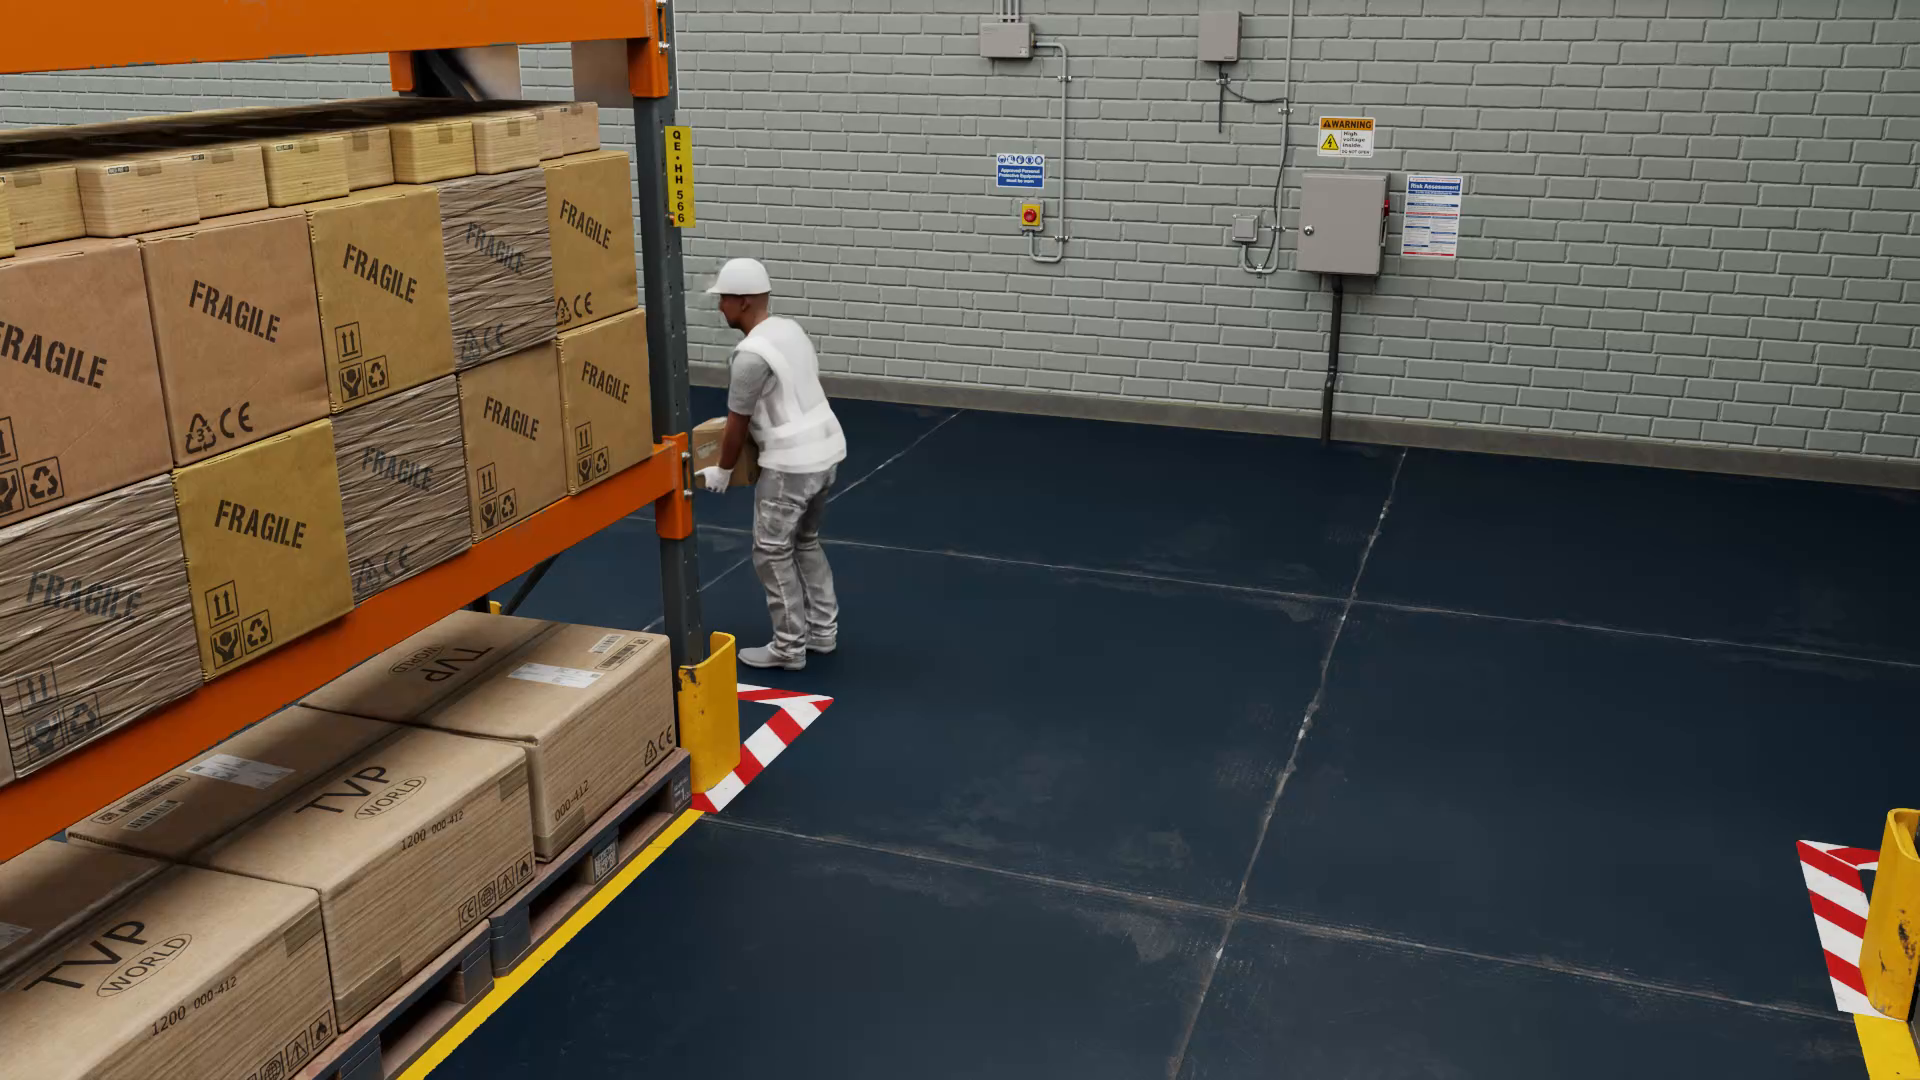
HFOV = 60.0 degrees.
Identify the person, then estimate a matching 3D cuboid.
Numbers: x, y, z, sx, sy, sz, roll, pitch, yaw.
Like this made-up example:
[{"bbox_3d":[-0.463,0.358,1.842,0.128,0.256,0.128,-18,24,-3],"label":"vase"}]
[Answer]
[{"bbox_3d":[-0.704,-0.319,6.993,0.426,1.778,0.584,6,19,17],"label":"person"}]
